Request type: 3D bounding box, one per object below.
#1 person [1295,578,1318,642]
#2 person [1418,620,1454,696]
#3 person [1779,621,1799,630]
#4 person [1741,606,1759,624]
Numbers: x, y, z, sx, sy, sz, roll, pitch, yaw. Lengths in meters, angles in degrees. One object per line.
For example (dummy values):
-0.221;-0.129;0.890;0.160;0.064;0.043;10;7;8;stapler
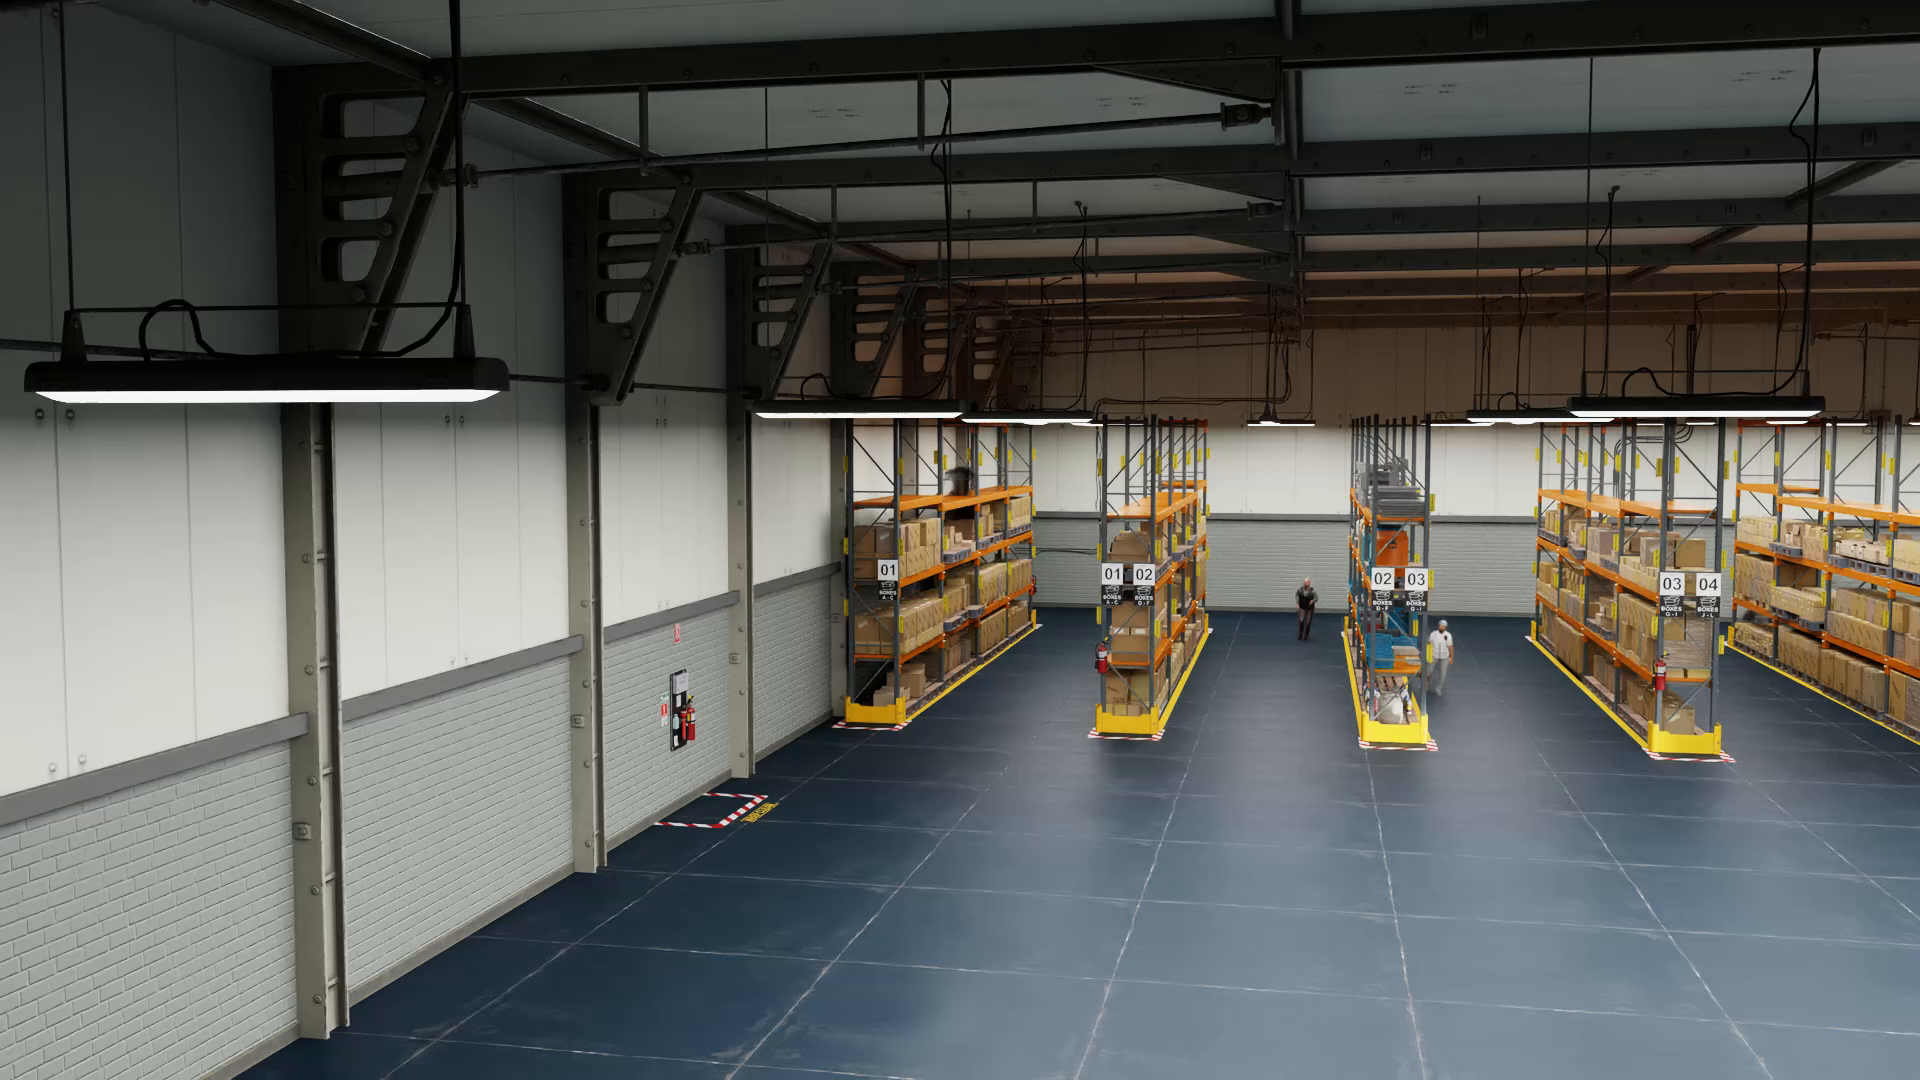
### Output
9.362;1.889;44.920;0.624;1.711;0.780;1;4;14;person
10.254;2.523;35.807;0.726;1.624;0.532;1;4;16;person
22.463;1.895;45.135;0.789;1.695;0.522;-1;4;-8;person
21.426;1.919;44.977;0.824;1.646;0.661;2;4;27;person
